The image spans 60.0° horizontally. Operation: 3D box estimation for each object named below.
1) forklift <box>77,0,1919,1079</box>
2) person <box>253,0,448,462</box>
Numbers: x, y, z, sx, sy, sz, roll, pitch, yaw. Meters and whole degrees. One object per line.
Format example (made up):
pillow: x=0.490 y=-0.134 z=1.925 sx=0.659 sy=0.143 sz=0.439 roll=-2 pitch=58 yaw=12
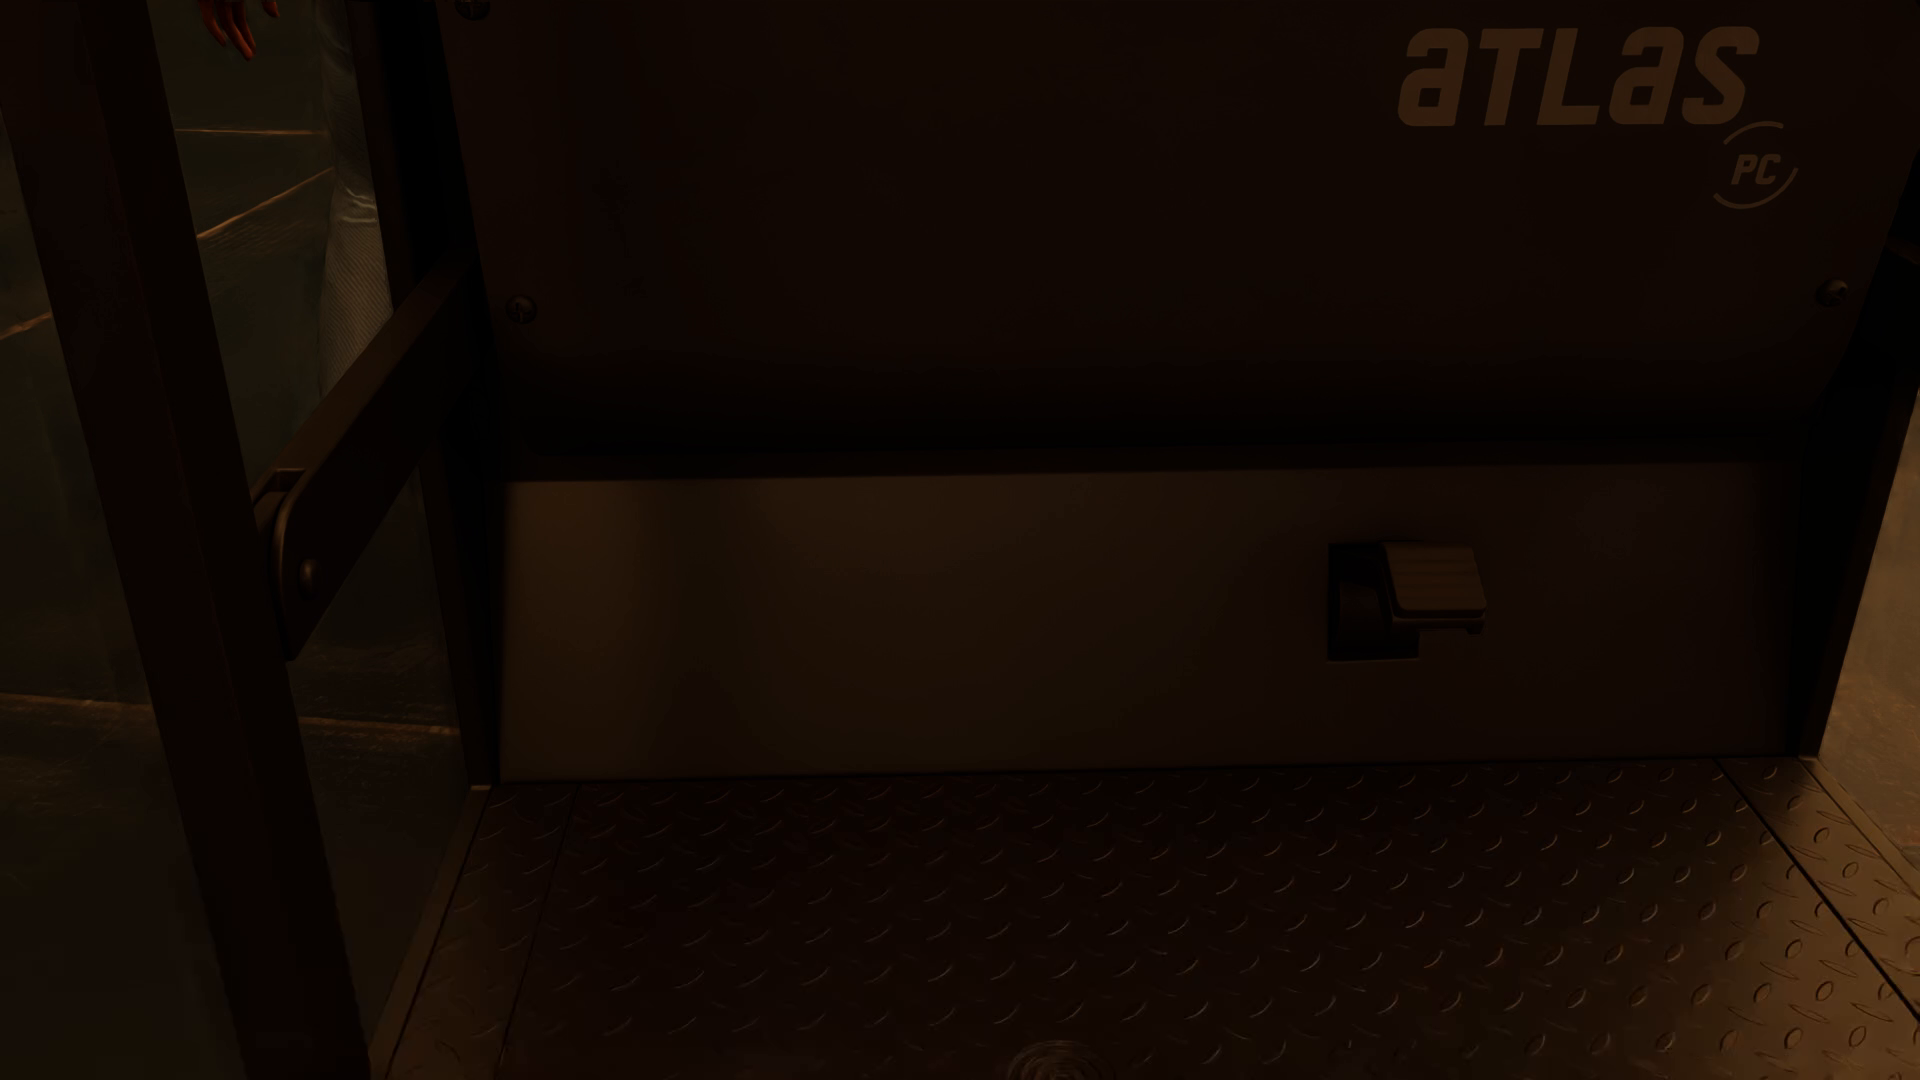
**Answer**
forklift: x=0.159 y=-0.749 z=0.718 sx=1.130 sy=2.935 sz=3.031 roll=-1 pitch=27 yaw=-2
person: x=-0.714 y=-0.881 z=2.423 sx=0.823 sy=1.739 sz=0.486 roll=9 pitch=28 yaw=17
